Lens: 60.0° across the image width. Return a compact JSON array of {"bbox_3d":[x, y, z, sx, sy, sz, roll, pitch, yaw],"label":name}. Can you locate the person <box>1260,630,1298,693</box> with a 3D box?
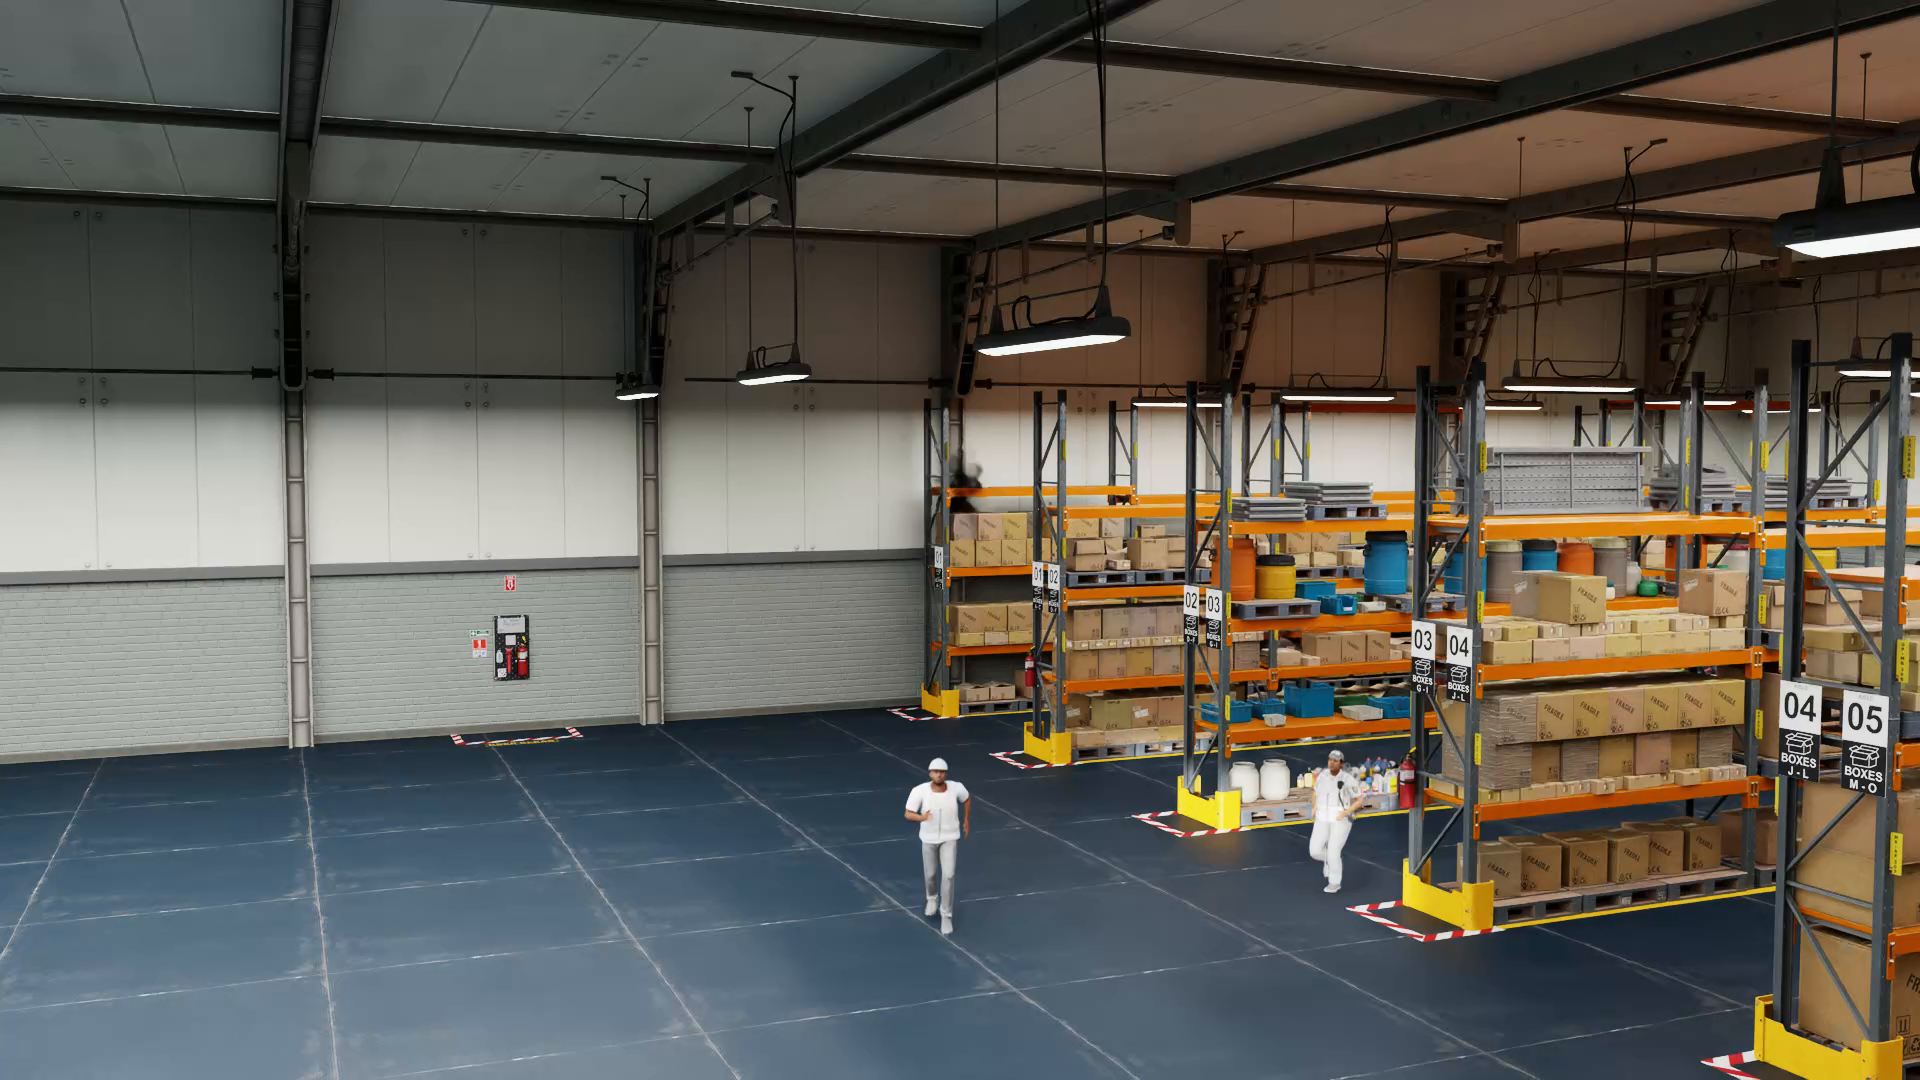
[{"bbox_3d":[5.832,2.475,30.745,0.811,1.834,0.672,-1,4,-20],"label":"person"}]

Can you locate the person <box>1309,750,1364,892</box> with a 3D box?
[{"bbox_3d":[4.337,3.228,19.207,0.639,1.610,0.550,3,4,37],"label":"person"}]

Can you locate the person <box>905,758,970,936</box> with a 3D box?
[{"bbox_3d":[-0.238,3.221,17.770,0.703,1.823,0.833,0,3,-1],"label":"person"}]
